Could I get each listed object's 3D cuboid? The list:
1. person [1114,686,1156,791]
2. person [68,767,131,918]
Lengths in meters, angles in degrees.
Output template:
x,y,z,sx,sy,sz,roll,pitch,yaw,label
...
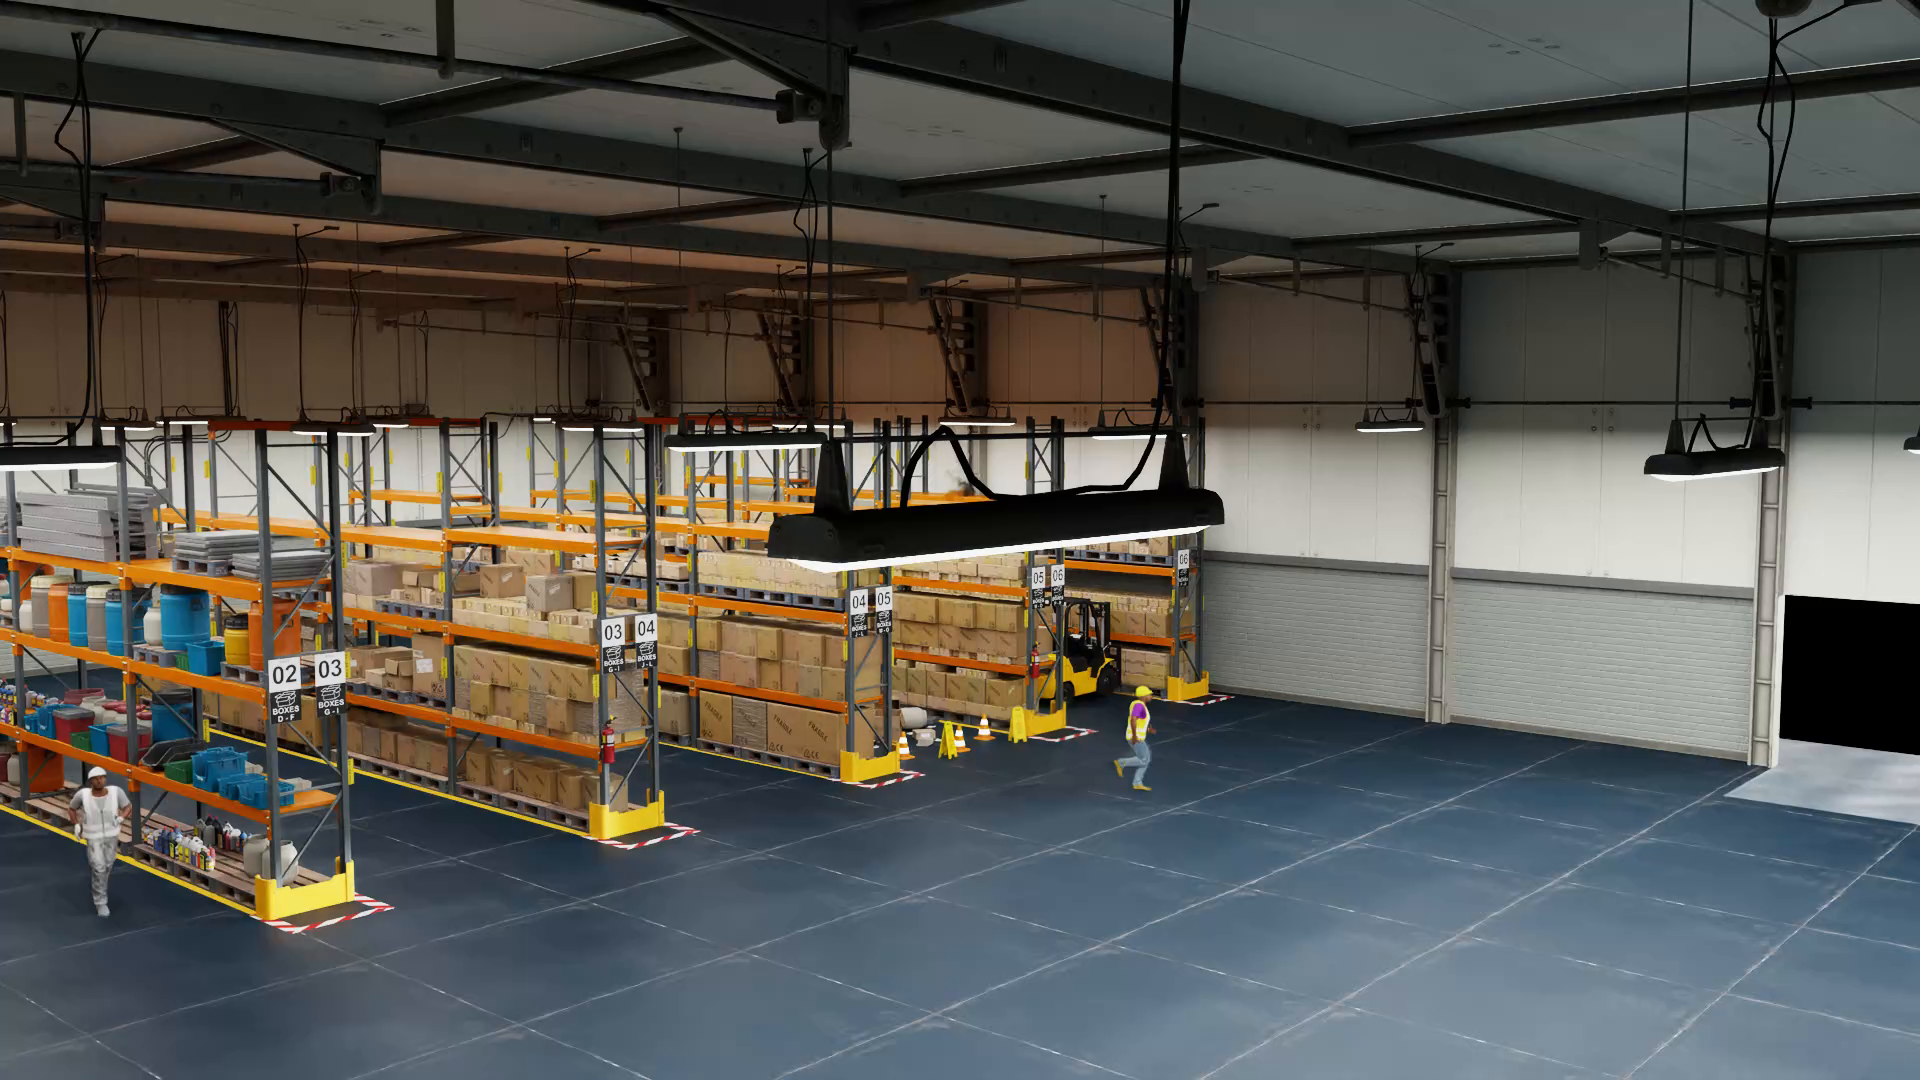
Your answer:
x,y,z,sx,sy,sz,roll,pitch,yaw,label
2.866,3.241,27.136,0.697,1.717,0.741,0,5,0,person
-10.701,3.712,20.739,0.669,1.829,0.837,-4,6,-41,person
